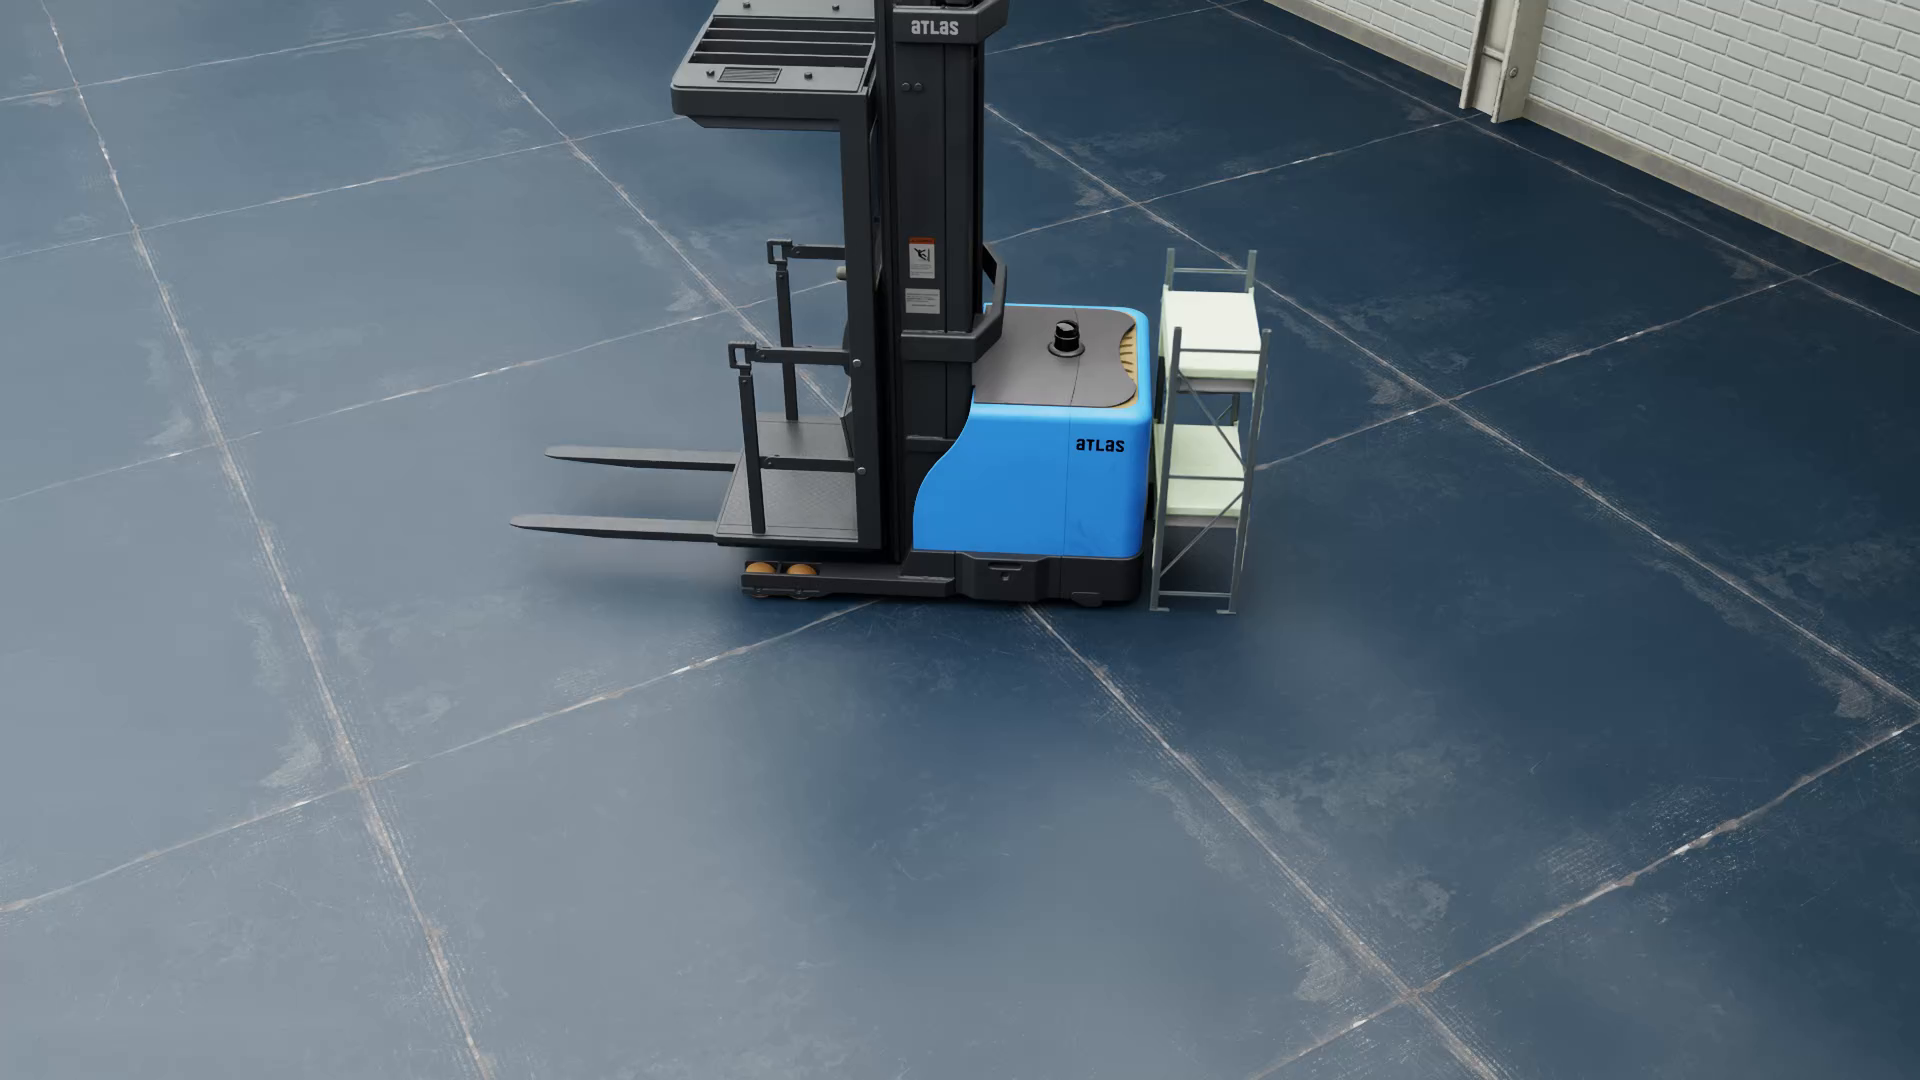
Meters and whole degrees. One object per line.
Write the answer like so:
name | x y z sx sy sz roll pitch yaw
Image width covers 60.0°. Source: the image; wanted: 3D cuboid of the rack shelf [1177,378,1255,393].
rack shelf | 1.113 -0.858 7.371 0.332 0.071 0.664 2 36 3

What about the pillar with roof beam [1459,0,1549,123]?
pillar with roof beam | 0.356 -5.649 8.354 9.100 9.000 0.400 -19 40 -24

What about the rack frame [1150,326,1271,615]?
rack frame | 1.090 -0.270 7.348 0.400 1.500 0.023 2 36 3

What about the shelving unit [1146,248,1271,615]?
shelving unit | -8.012 -8.562 18.703 20.390 1.500 26.925 2 36 3

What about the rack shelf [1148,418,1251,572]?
rack shelf | -8.011 -8.208 18.972 20.390 0.609 26.908 2 36 3

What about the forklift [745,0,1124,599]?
forklift | -10.701 -13.336 18.870 25.350 9.011 32.329 2 36 3

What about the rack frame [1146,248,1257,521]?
rack frame | 1.137 -0.701 7.938 0.400 1.500 0.023 2 36 3
